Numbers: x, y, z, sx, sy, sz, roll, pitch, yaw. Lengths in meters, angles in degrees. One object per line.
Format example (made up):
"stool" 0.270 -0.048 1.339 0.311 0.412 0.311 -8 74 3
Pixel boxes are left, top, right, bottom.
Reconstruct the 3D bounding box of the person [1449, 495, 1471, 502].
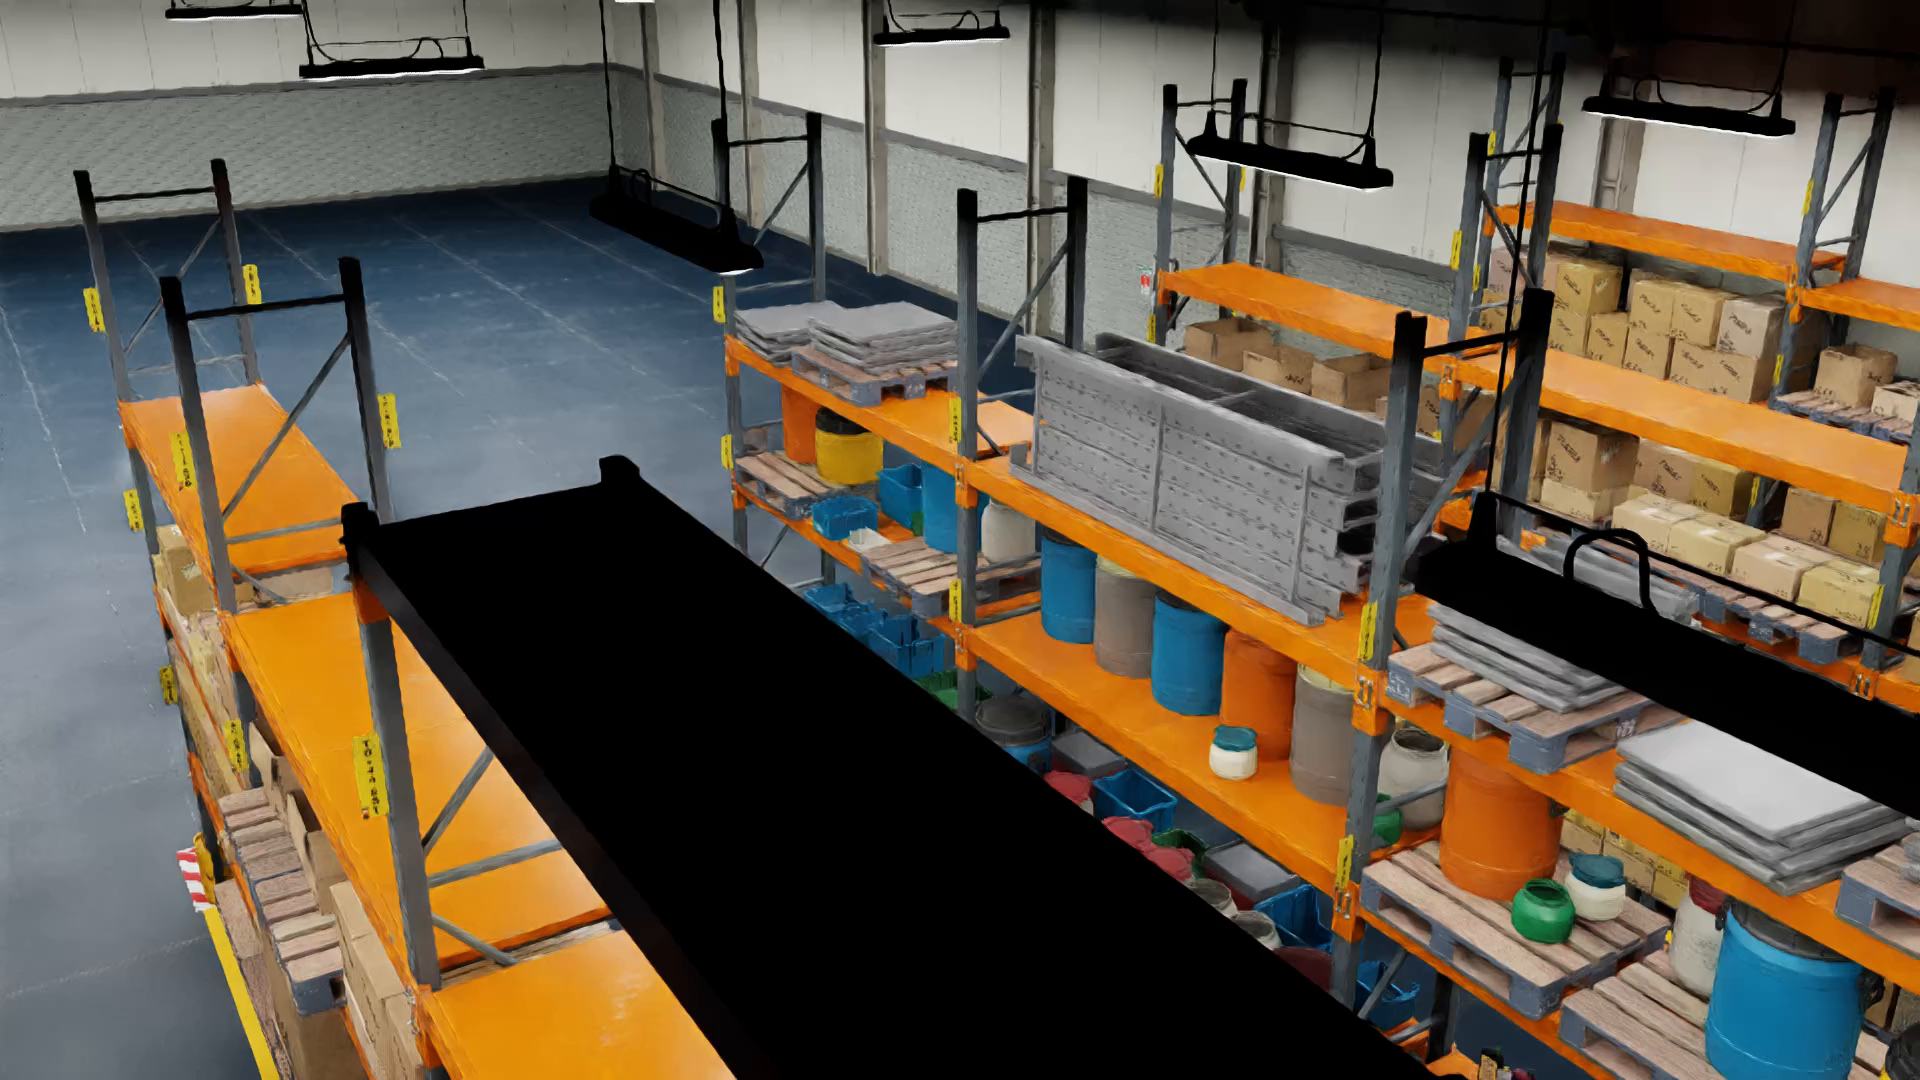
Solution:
"person" 5.730 0.049 18.839 0.638 1.785 0.515 12 25 27
